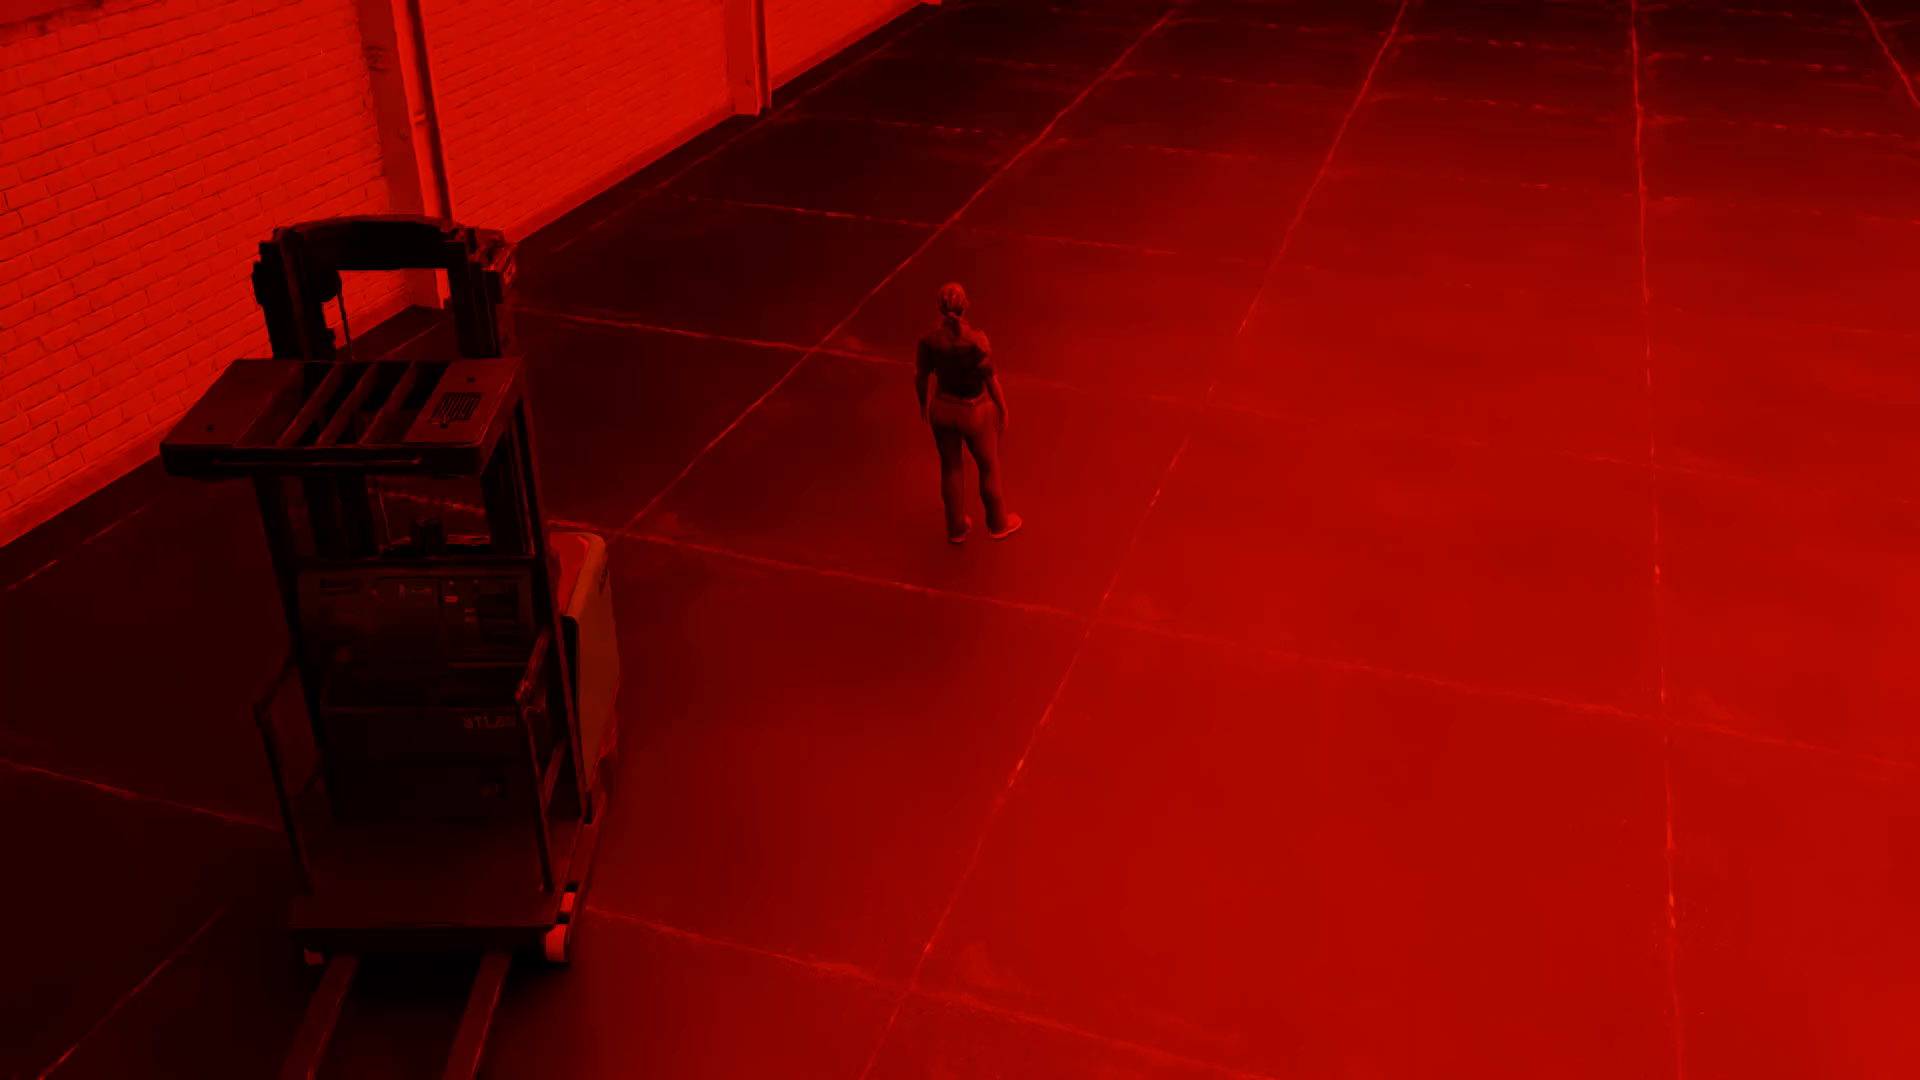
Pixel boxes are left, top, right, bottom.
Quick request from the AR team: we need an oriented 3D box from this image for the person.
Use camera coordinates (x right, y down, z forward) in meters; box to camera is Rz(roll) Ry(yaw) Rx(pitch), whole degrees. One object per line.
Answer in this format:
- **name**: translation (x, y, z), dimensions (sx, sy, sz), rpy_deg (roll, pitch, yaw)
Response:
- **person**: translation (0.047, -0.763, 9.749), dimensions (0.570, 1.654, 0.503), rpy_deg (10, 31, 16)

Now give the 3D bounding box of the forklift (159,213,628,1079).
- **forklift**: translation (-2.184, 0.350, 6.522), dimensions (1.130, 2.935, 3.031), rpy_deg (-1, 30, -1)
